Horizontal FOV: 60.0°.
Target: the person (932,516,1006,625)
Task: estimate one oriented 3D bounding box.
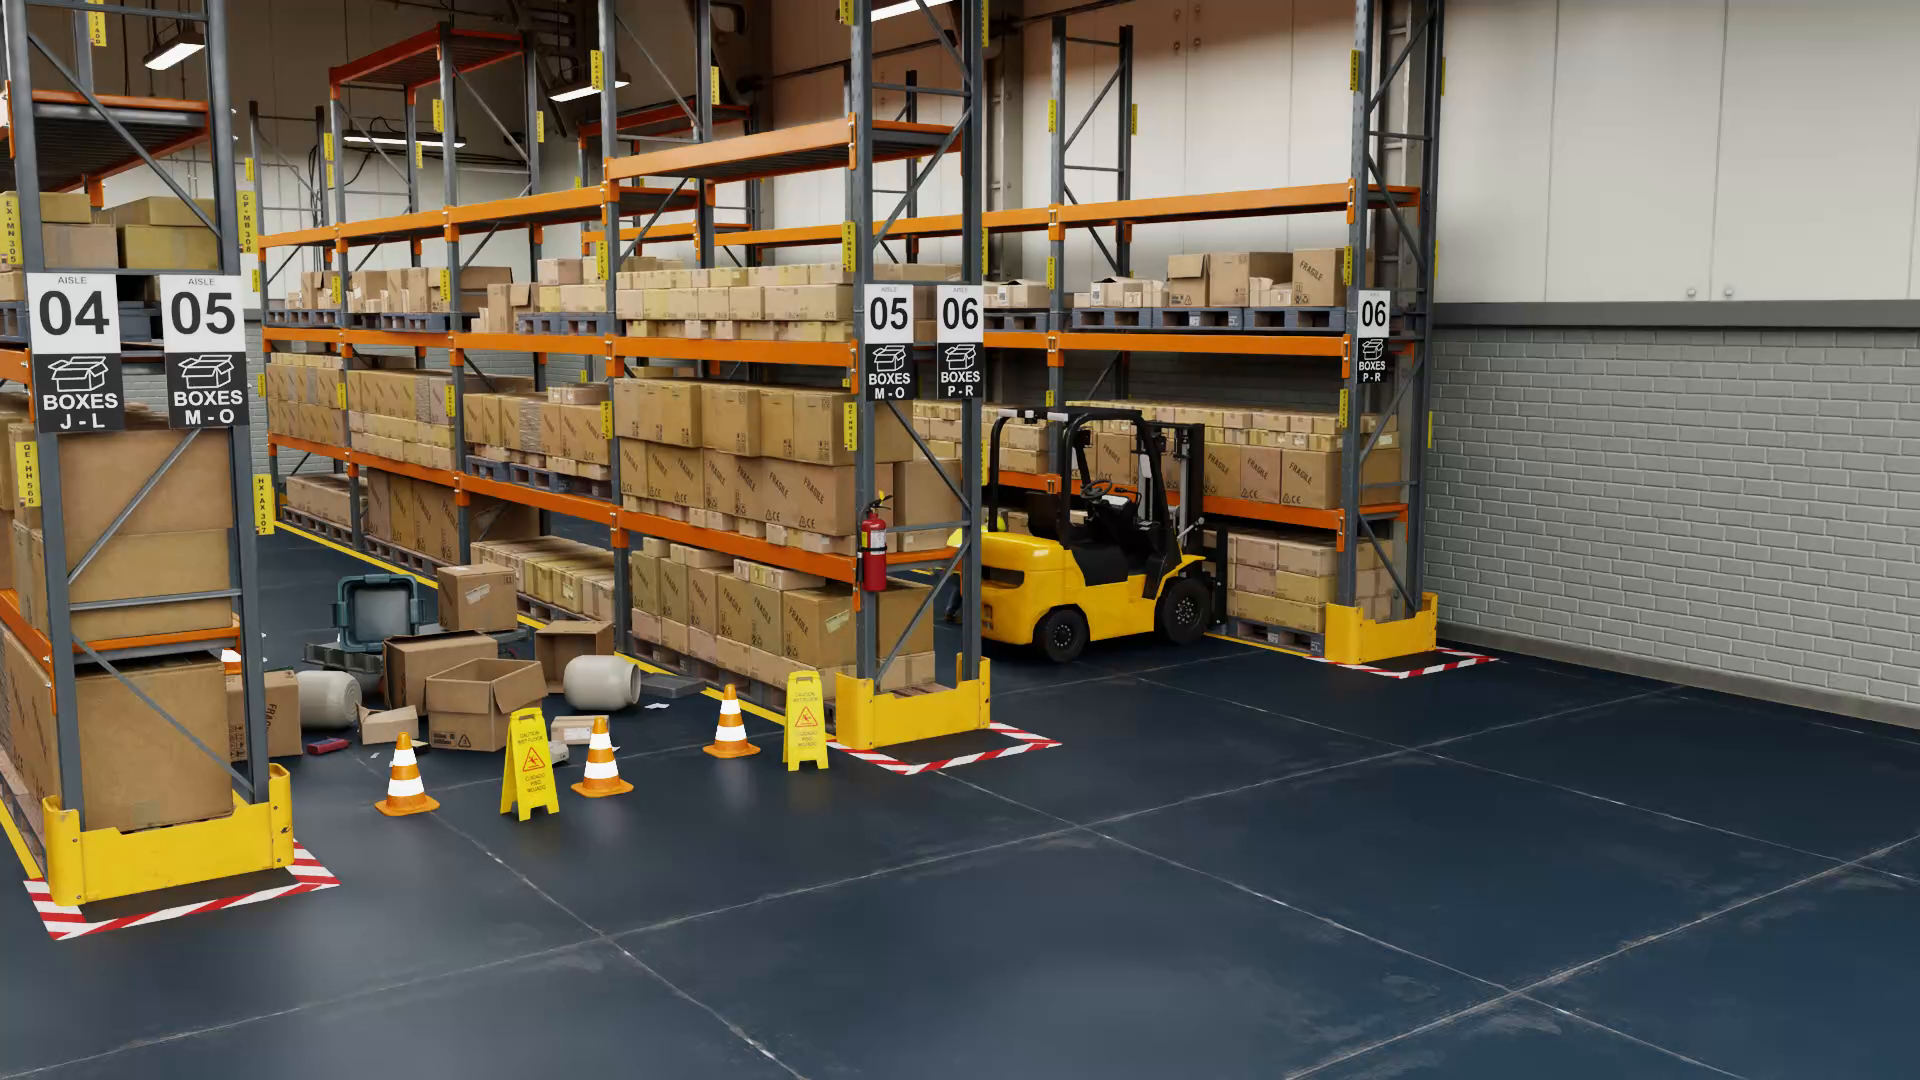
[{"bbox_3d":[0.095,0.286,16.414,0.905,1.018,0.537,-6,10,-37],"label":"person"}]
